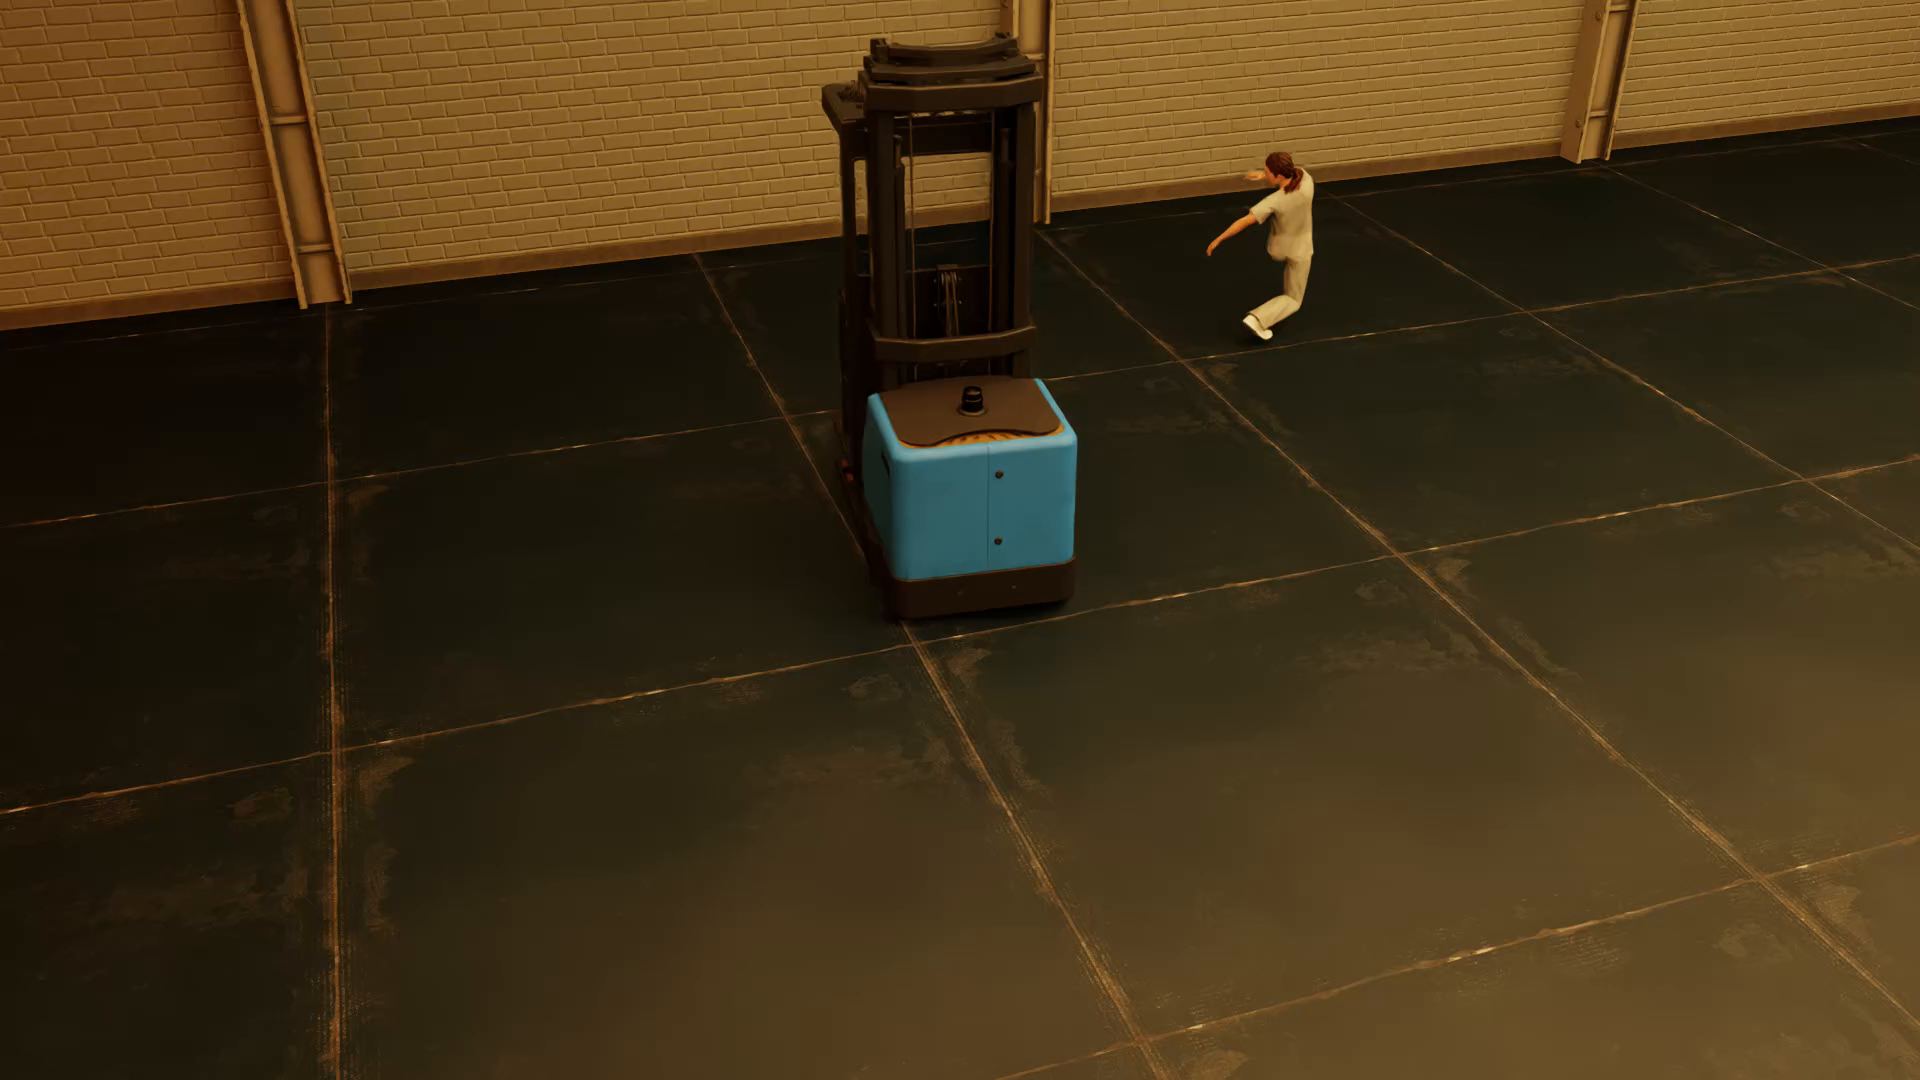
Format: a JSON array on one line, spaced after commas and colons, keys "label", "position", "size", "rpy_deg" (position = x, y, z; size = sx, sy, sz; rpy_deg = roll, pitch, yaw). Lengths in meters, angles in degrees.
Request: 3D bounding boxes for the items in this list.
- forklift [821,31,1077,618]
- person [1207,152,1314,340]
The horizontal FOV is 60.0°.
[{"label": "forklift", "position": [-0.178, -1.560, 9.798], "size": [1.130, 2.935, 3.031], "rpy_deg": [-6, 31, -11]}, {"label": "person", "position": [2.310, -2.275, 12.601], "size": [0.749, 1.406, 0.969], "rpy_deg": [10, 31, 17]}]
